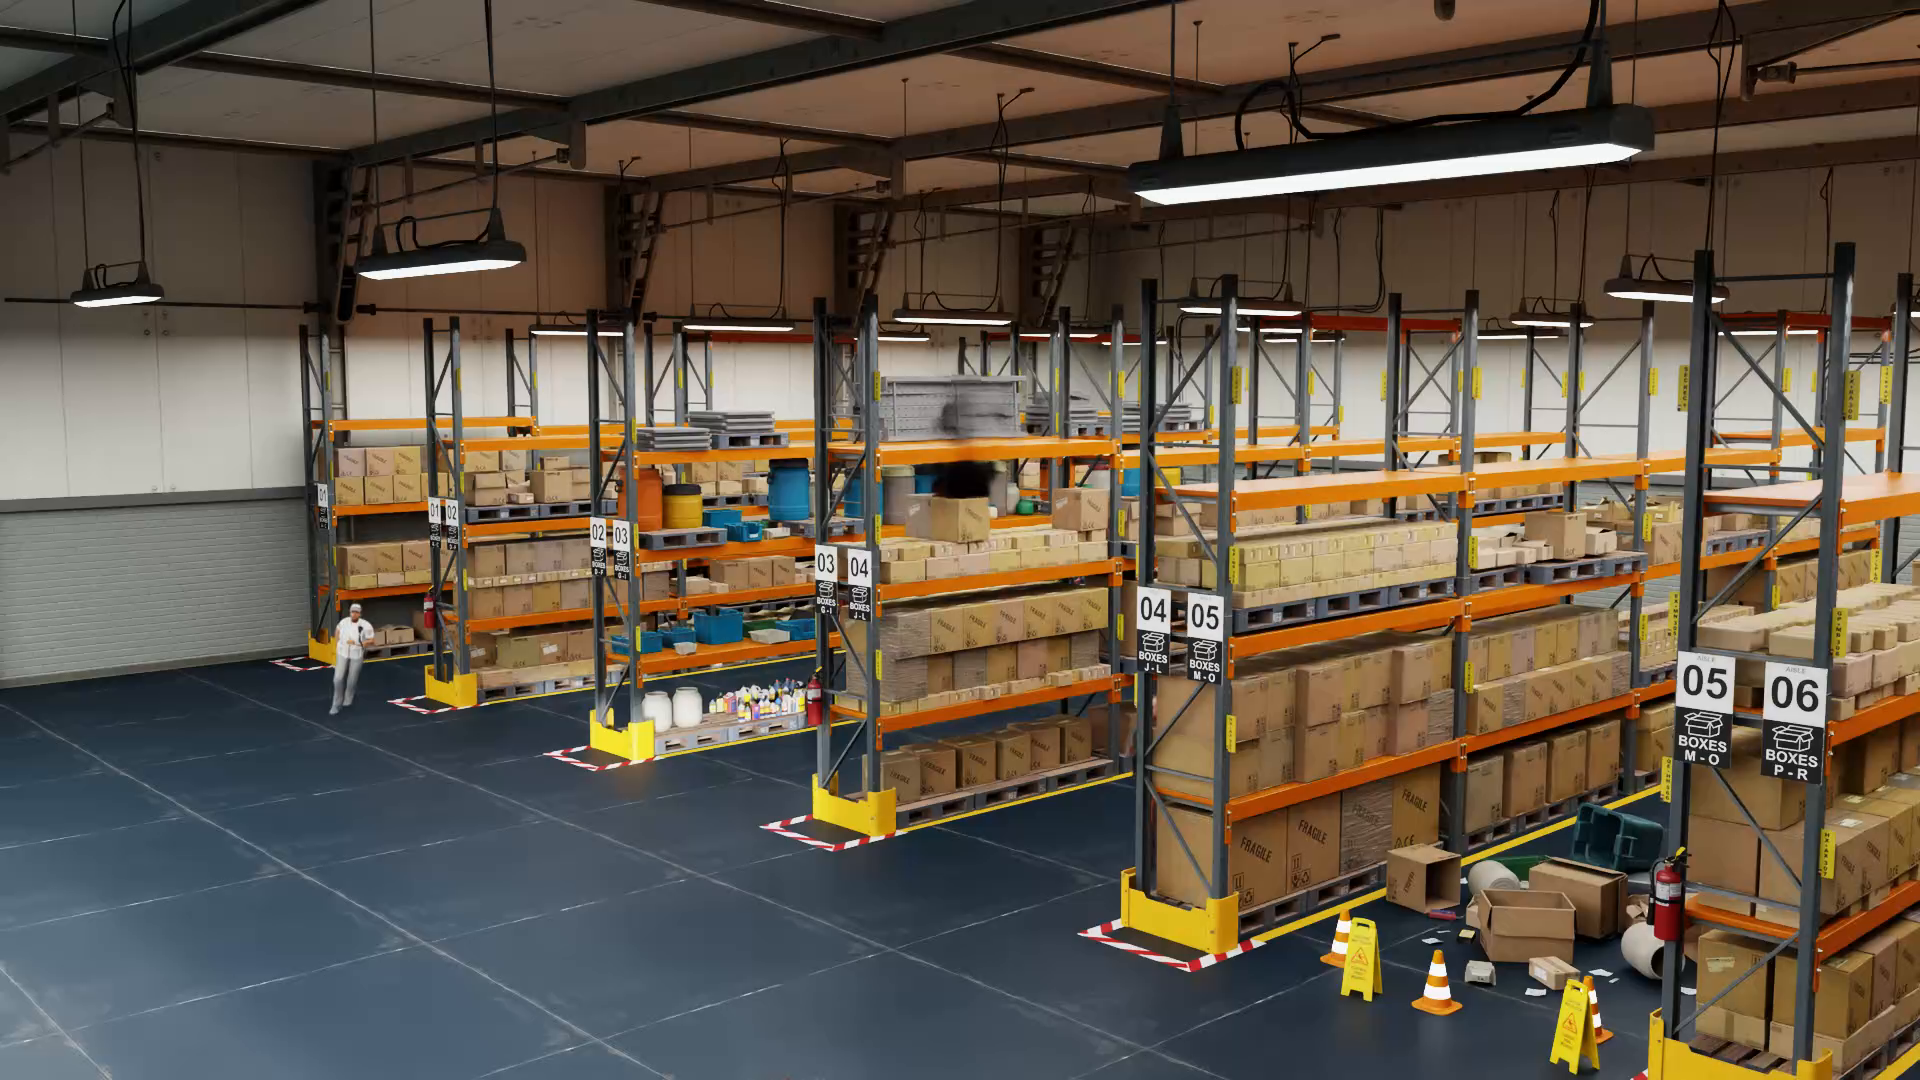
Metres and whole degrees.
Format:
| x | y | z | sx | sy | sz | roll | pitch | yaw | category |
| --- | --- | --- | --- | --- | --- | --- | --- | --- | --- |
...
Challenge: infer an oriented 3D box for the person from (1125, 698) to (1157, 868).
| x | y | z | sx | sy | sz | roll | pitch | yaw | category |
| --- | --- | --- | --- | --- | --- | --- | --- | --- | --- |
| 2.032 | 2.575 | 17.475 | 0.840 | 1.689 | 0.635 | -5 | 8 | -42 | person |

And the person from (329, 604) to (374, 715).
| x | y | z | sx | sy | sz | roll | pitch | yaw | category |
| --- | --- | --- | --- | --- | --- | --- | --- | --- | --- |
| -9.287 | 1.808 | 25.443 | 0.669 | 1.713 | 0.717 | -1 | 6 | -11 | person |
